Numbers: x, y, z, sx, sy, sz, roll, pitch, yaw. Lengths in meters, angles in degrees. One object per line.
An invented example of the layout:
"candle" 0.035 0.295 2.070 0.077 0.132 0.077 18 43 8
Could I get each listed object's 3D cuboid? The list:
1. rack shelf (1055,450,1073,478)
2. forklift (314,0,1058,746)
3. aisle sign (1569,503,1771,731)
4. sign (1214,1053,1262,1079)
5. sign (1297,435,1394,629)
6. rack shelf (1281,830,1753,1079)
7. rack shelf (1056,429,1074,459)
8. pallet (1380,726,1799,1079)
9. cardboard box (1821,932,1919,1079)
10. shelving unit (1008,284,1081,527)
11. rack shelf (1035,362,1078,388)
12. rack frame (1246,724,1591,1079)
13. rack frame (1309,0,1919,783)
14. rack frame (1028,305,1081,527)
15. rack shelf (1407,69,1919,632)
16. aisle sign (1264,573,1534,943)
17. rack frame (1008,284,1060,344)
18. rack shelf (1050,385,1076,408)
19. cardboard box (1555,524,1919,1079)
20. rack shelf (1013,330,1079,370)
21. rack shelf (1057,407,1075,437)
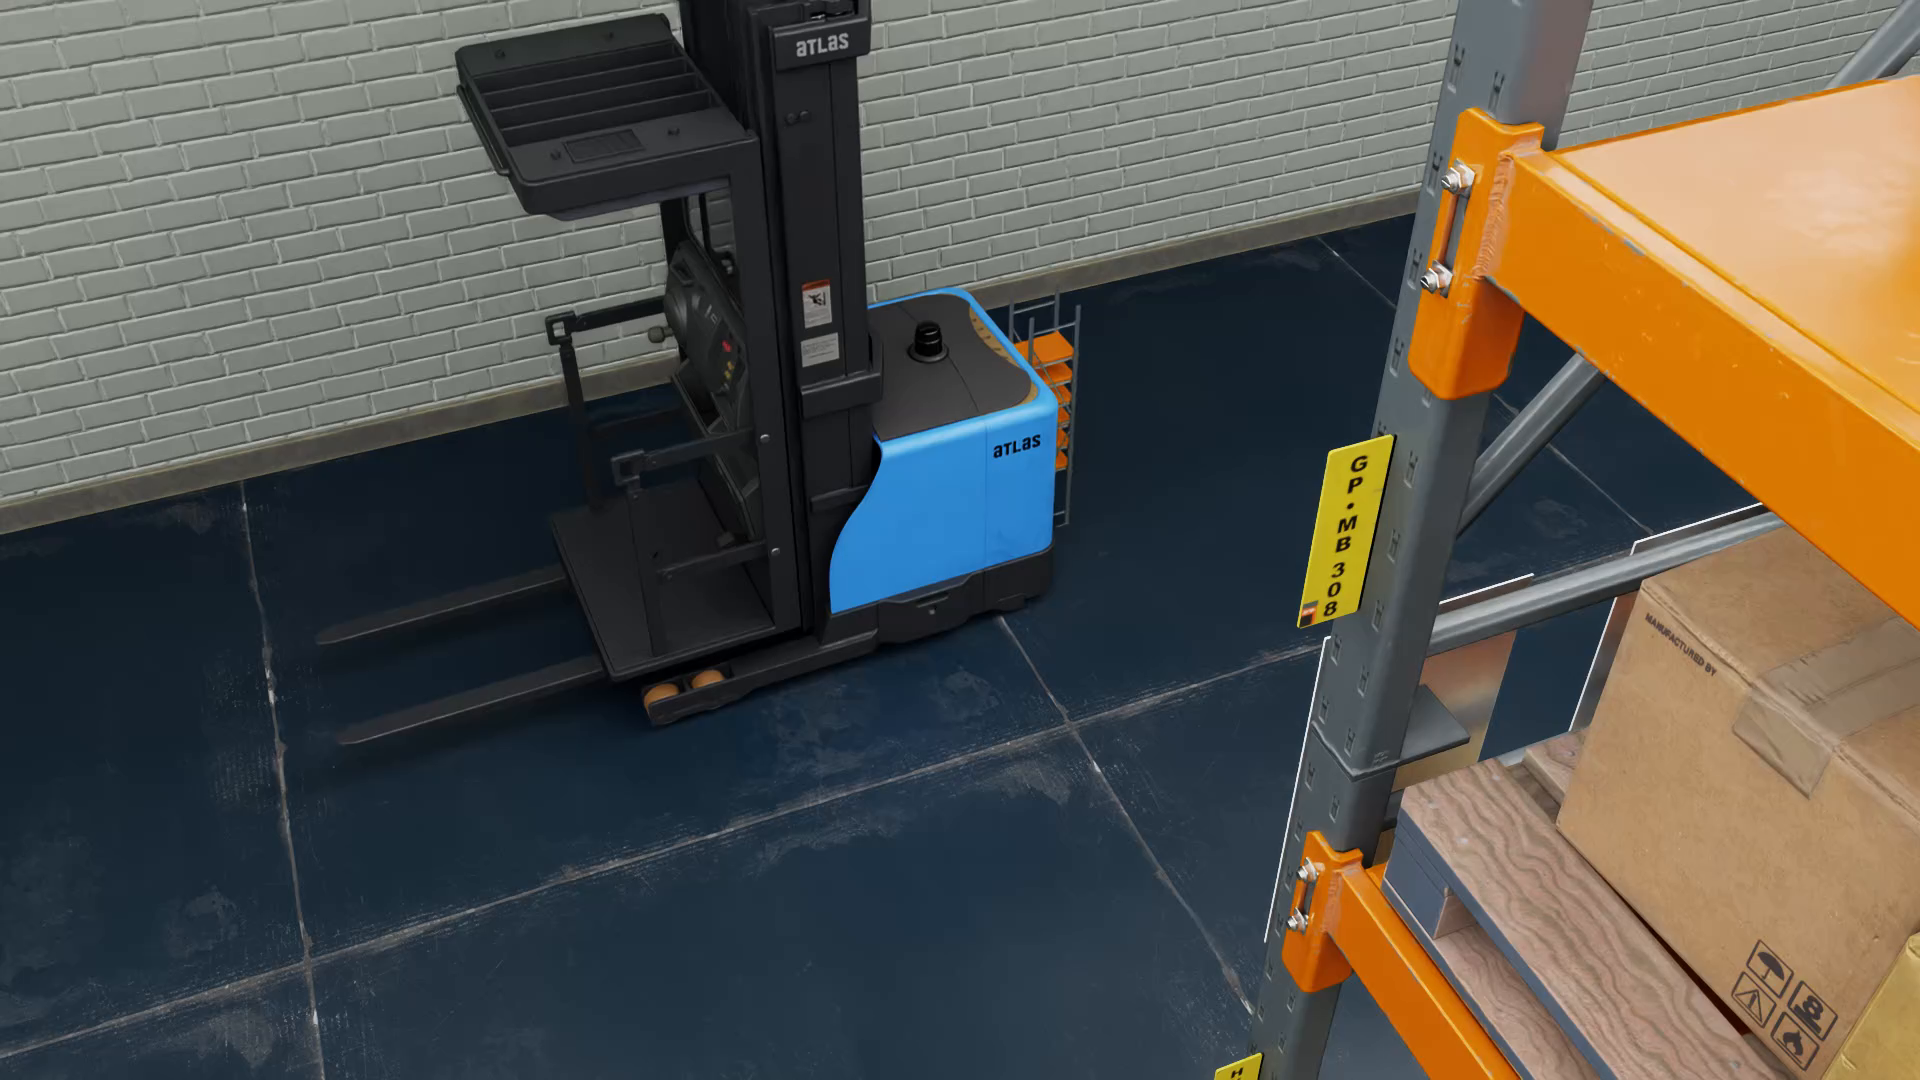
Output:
"rack shelf" 0.357 -0.335 7.574 0.258 0.103 0.180 -17 44 -19
"forklift" -1.149 -0.754 6.297 3.031 2.935 1.130 -16 43 -18
"aisle sign" 1.305 0.253 3.080 0.394 0.787 0.004 -15 43 -17
"sign" 0.541 1.134 3.325 0.100 0.325 0.005 -15 43 -17
"sign" 0.541 -0.007 2.344 0.100 0.325 0.005 -15 43 -17
"rack shelf" 1.821 1.698 1.645 1.077 0.370 4.000 -15 43 -17
"rack shelf" 0.357 -0.426 7.496 0.258 0.103 0.180 -17 44 -19
"pallet" 1.349 0.698 2.324 1.003 0.211 1.213 -15 43 -17
"cardboard box" 1.408 0.654 1.832 0.700 0.500 0.500 -17 43 -18
"shelving unit" 0.357 -0.551 7.389 0.258 1.200 0.189 -17 44 -19
"rack shelf" 0.357 -0.699 7.261 0.258 0.103 0.180 -17 44 -19
"rack frame" 1.056 1.357 3.790 1.000 3.000 0.127 -15 43 -17
"rack frame" 1.056 -0.917 1.834 1.000 3.000 0.127 -15 43 -17
"rack frame" 0.396 -0.497 7.326 0.240 1.200 0.006 -17 44 -19
"rack shelf" 1.821 0.712 0.798 1.077 0.370 4.000 -15 43 -17
"aisle sign" 0.751 0.403 2.905 0.394 0.787 0.004 -15 43 -17
"rack frame" 0.317 -0.605 7.452 0.240 1.200 0.006 -17 44 -19
"rack shelf" 0.357 -0.608 7.340 0.258 0.103 0.180 -17 44 -19
"cardboard box" 1.304 0.285 2.261 0.700 0.500 0.500 -18 44 -19
"rack shelf" 0.357 -0.790 7.183 0.258 0.103 0.180 -17 44 -19
"rack shelf" 0.357 -0.517 7.418 0.258 0.103 0.180 -17 44 -19
